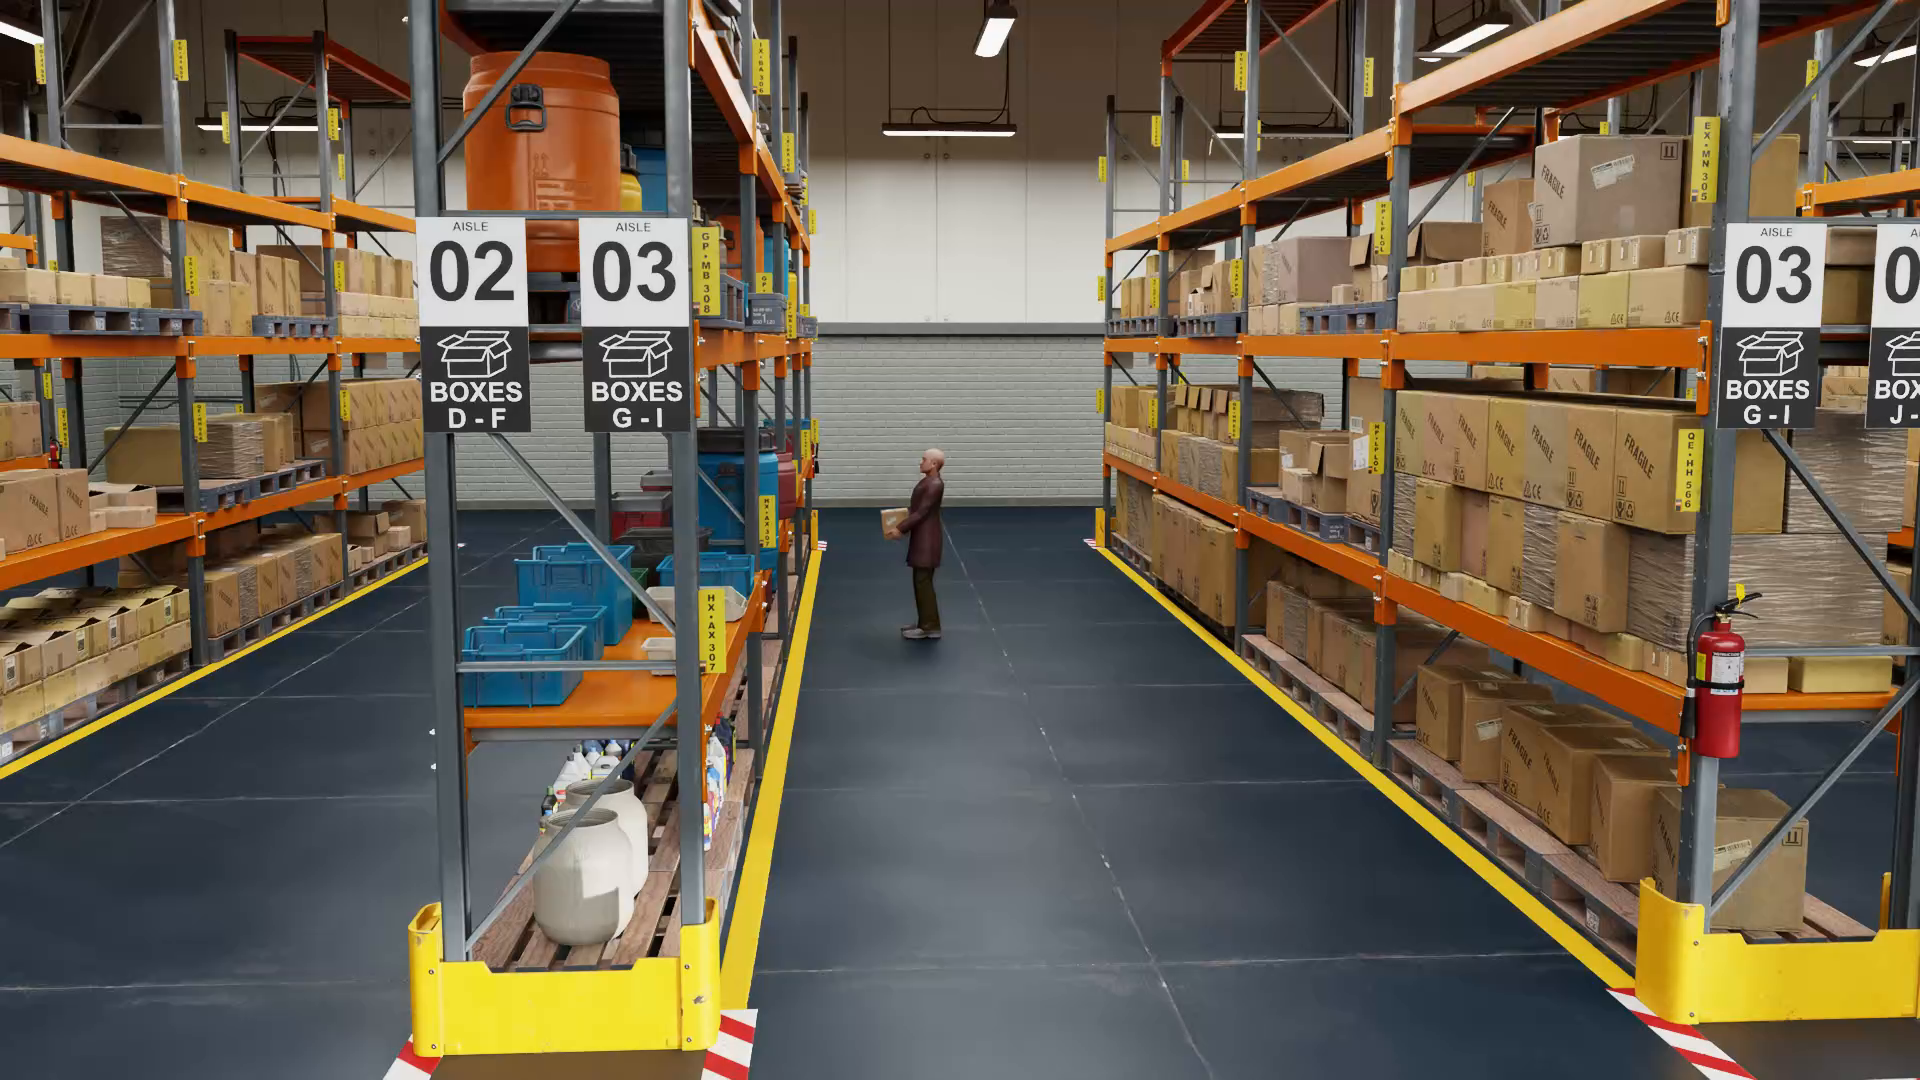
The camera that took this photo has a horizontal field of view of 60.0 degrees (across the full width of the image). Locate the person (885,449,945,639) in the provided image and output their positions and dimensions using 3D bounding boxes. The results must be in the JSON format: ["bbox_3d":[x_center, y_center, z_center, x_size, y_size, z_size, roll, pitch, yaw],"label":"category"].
[{"bbox_3d":[-0.423,0.027,15.592,0.562,1.769,0.530,0,7,-4],"label":"person"}]
